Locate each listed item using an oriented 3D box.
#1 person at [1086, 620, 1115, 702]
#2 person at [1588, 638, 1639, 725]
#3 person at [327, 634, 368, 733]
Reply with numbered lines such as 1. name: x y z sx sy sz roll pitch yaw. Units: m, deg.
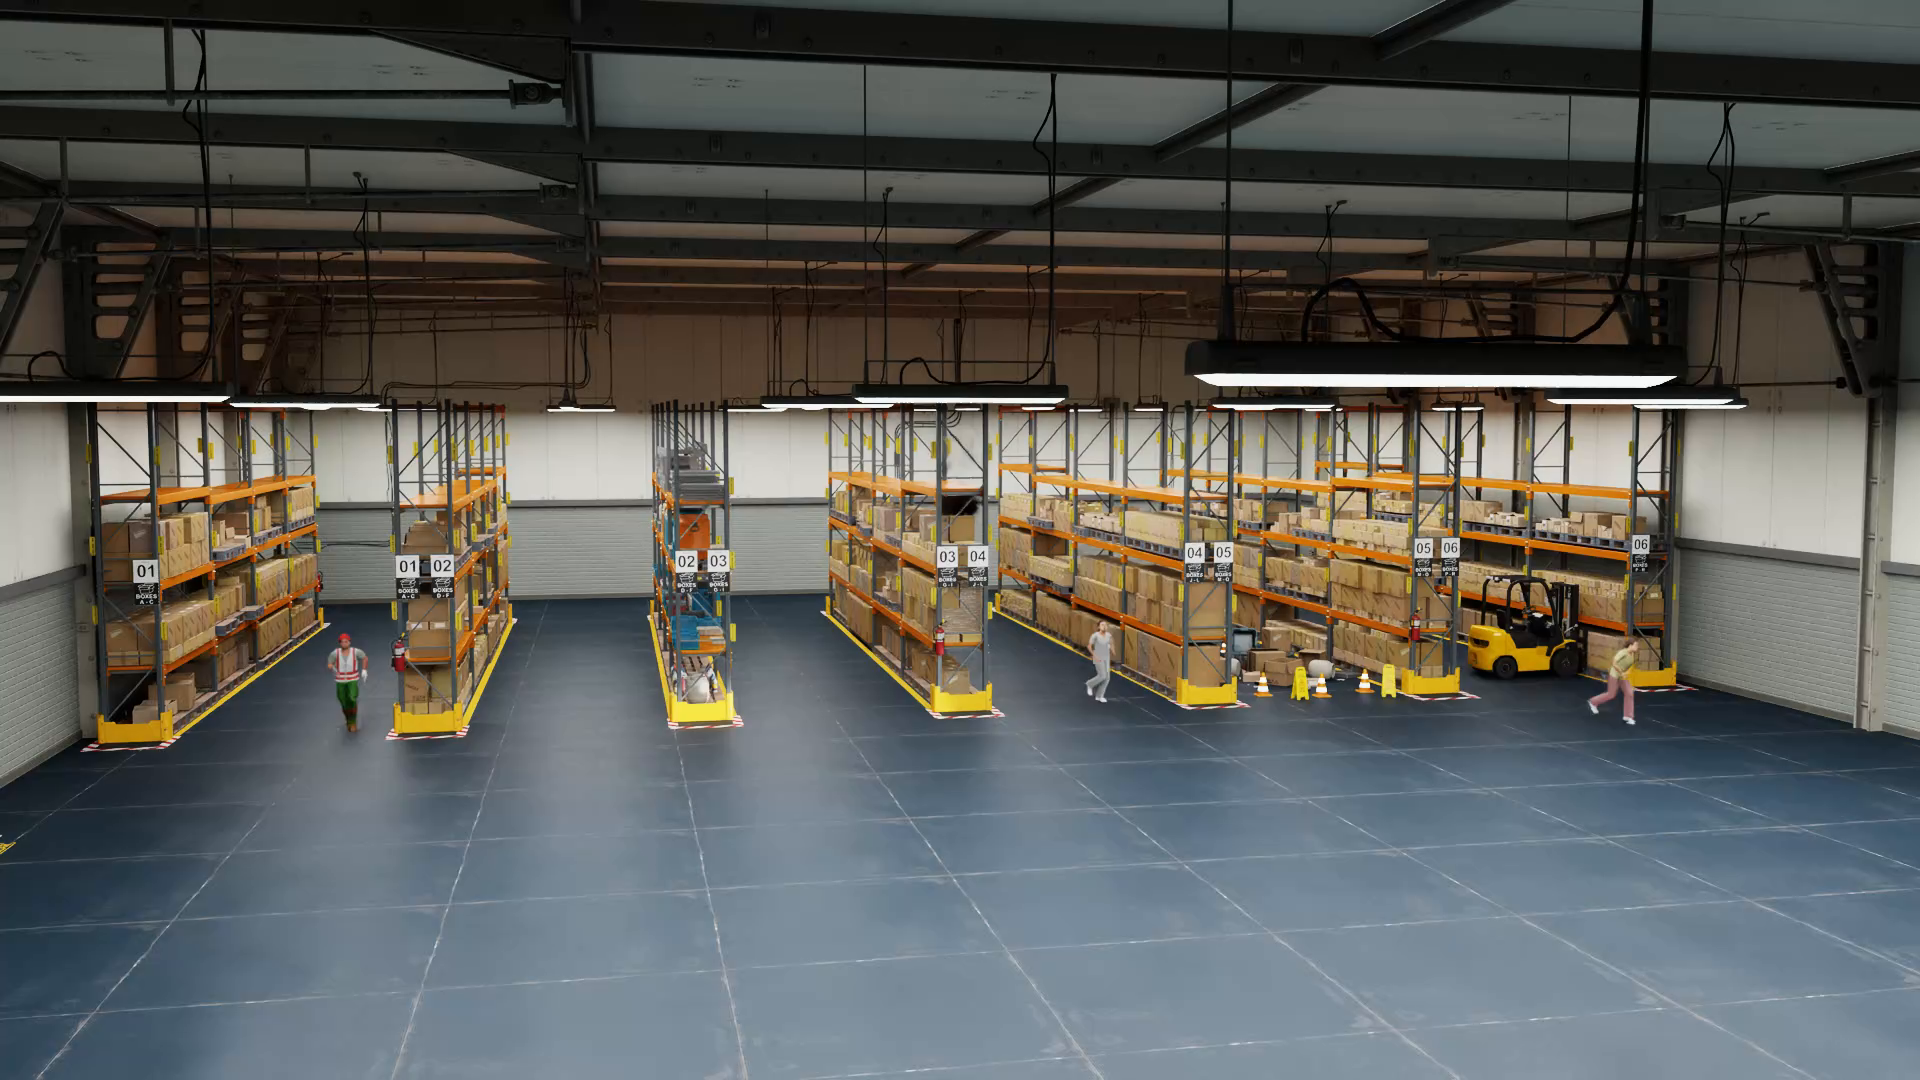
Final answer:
1. person: 2.838 2.411 33.297 0.560 1.631 0.603 -2 5 -28
2. person: 12.238 2.601 31.089 0.605 1.621 0.981 -4 6 -45
3. person: -11.096 2.578 30.109 0.669 1.800 0.827 -1 4 -11
